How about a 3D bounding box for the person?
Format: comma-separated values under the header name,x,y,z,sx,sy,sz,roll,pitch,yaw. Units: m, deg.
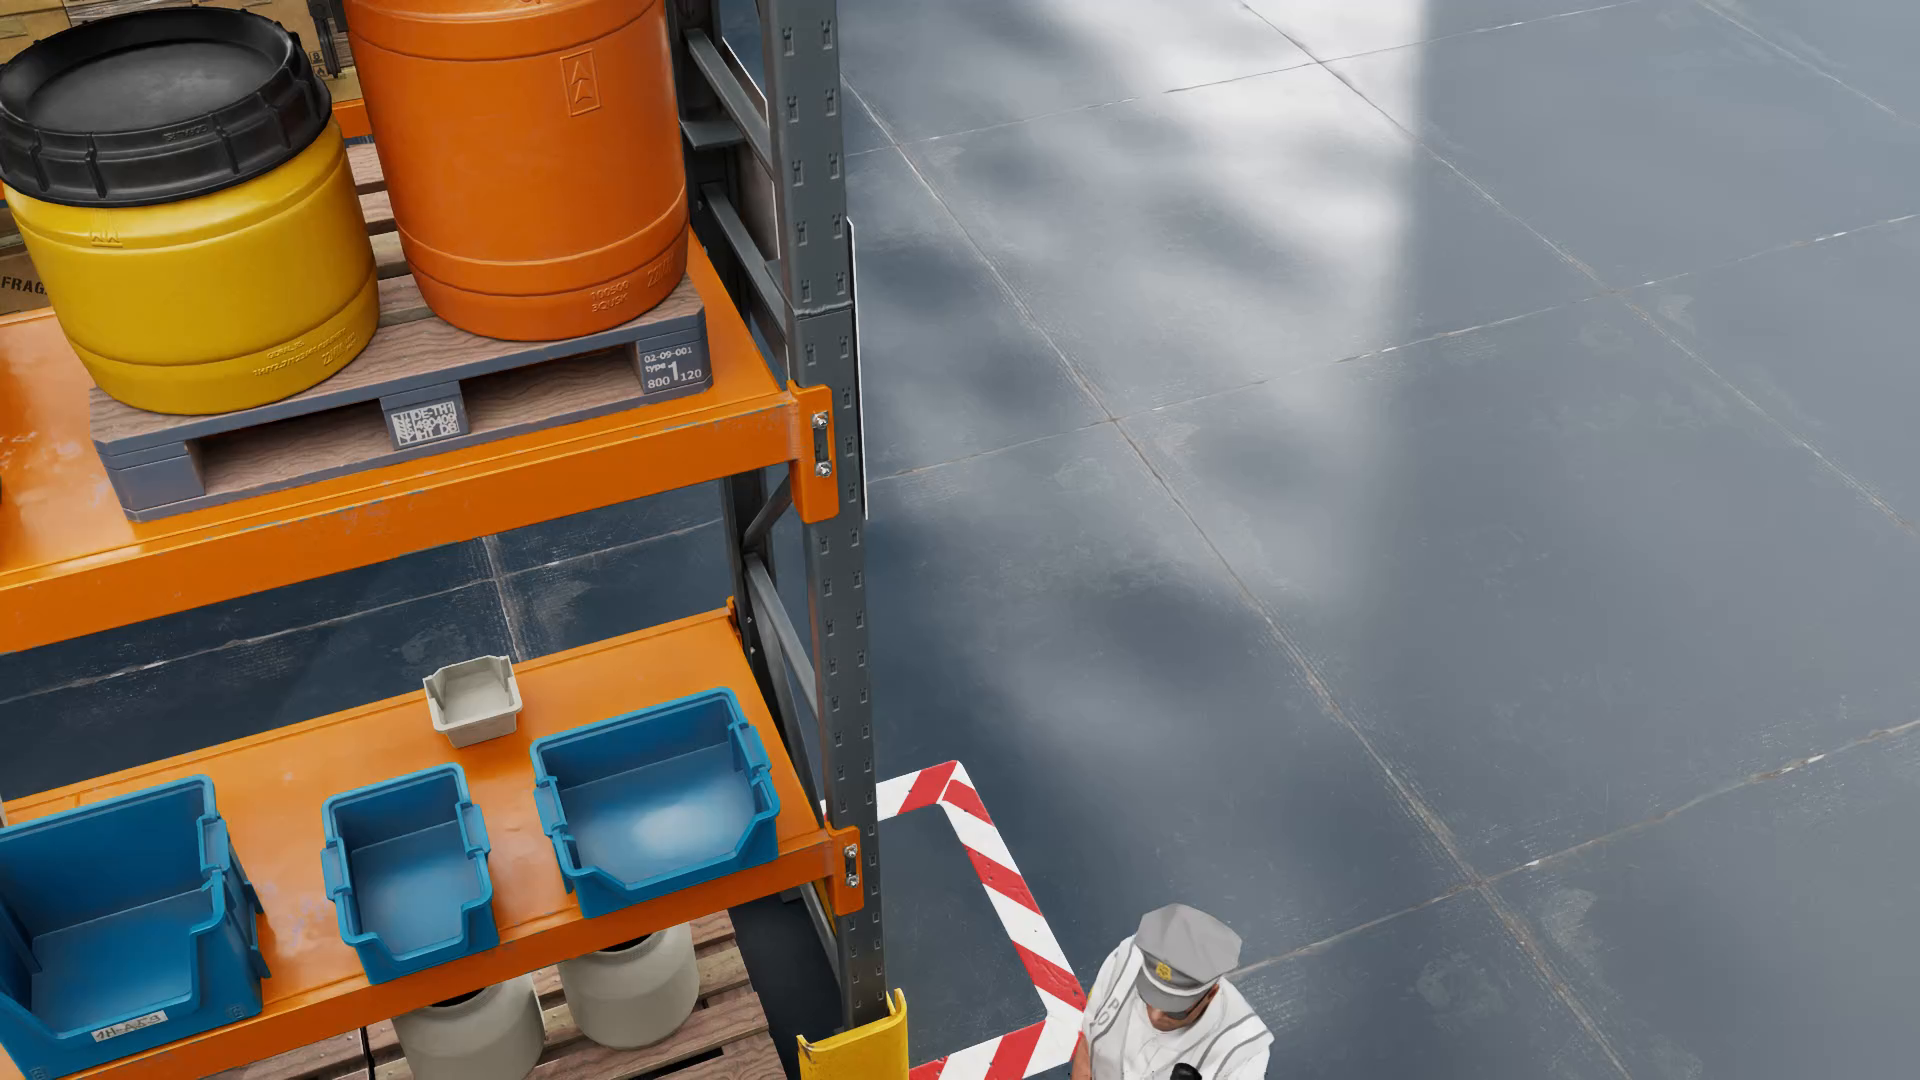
name,x,y,z,sx,sy,sz,roll,pitch,yaw
person,0.514,1.559,4.394,0.489,1.757,0.560,32,51,31
